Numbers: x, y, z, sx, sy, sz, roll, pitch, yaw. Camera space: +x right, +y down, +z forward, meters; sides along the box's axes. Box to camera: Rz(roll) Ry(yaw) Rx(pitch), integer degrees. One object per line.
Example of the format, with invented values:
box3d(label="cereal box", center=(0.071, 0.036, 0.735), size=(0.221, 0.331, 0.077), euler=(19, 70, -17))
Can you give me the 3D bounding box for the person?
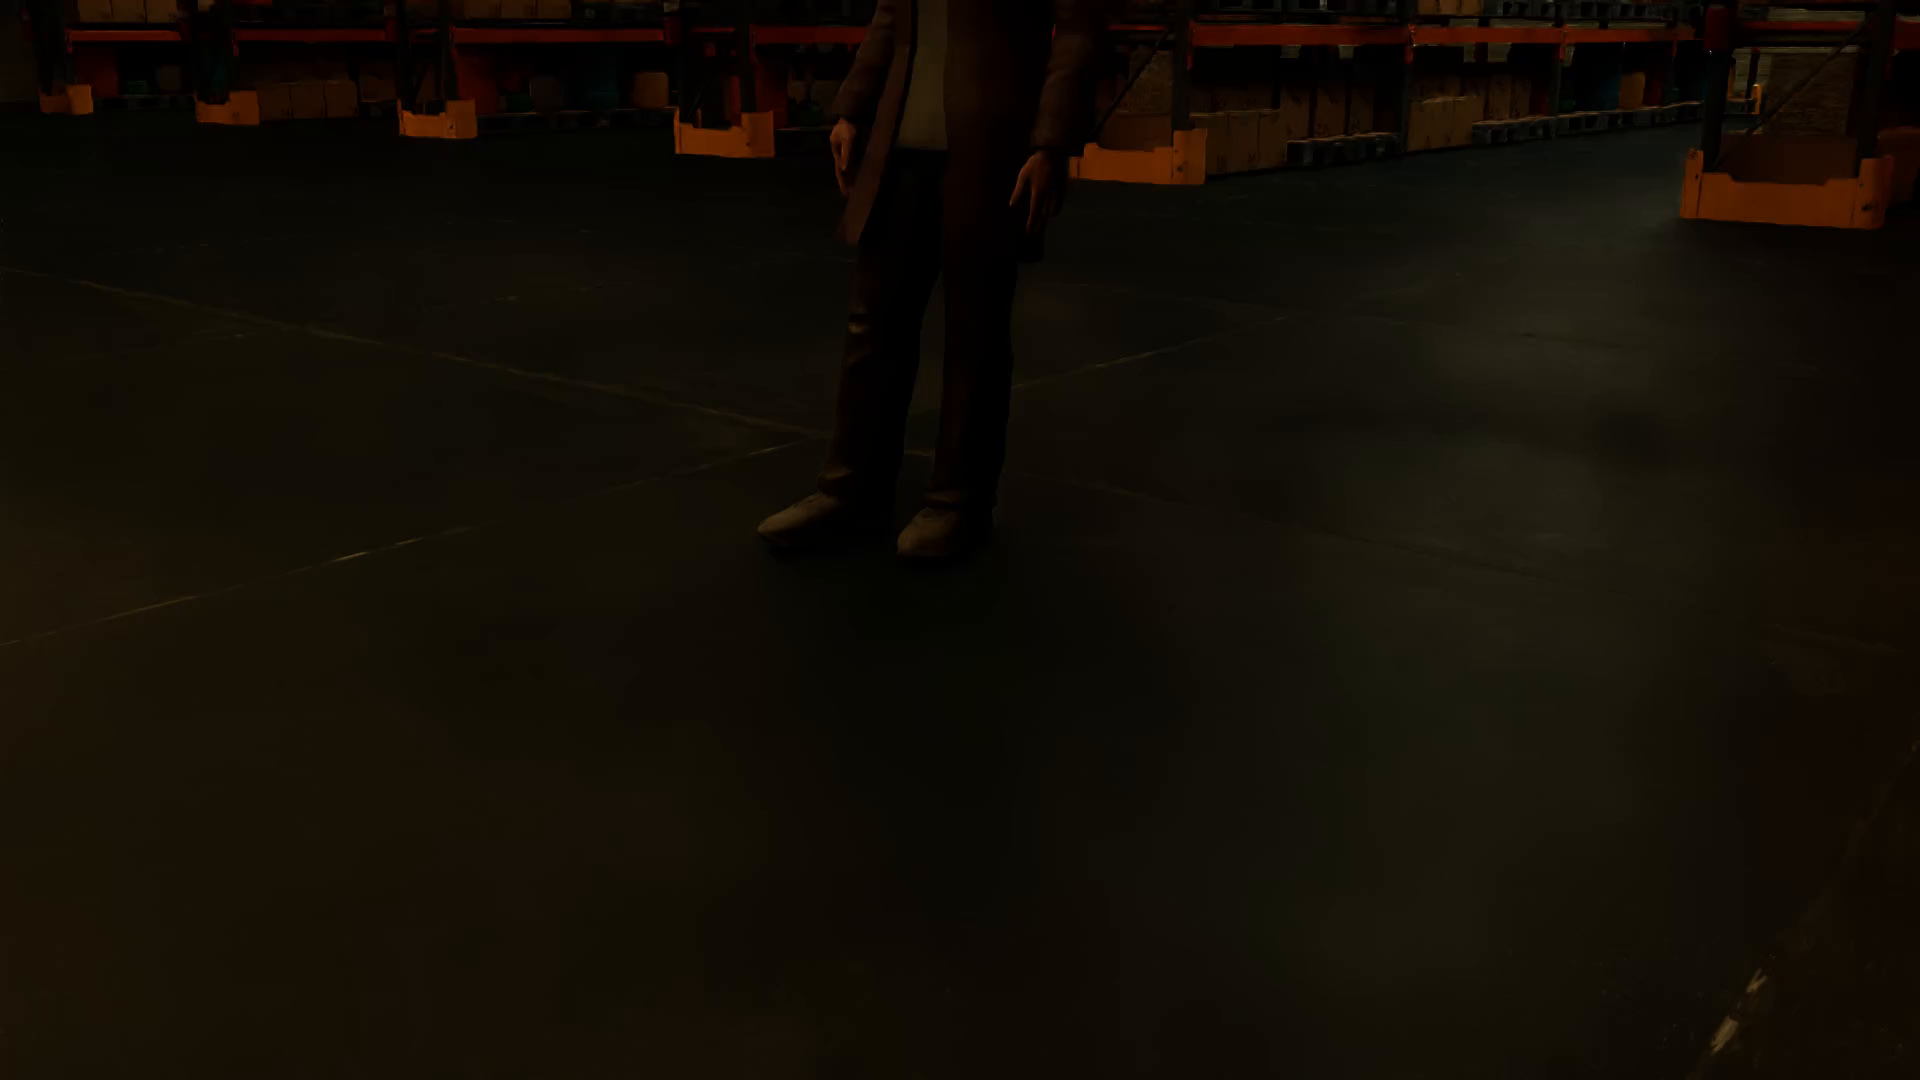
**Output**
box3d(label="person", center=(-0.062, -0.838, 3.617), size=(0.694, 1.776, 0.580), euler=(13, 21, 37))
